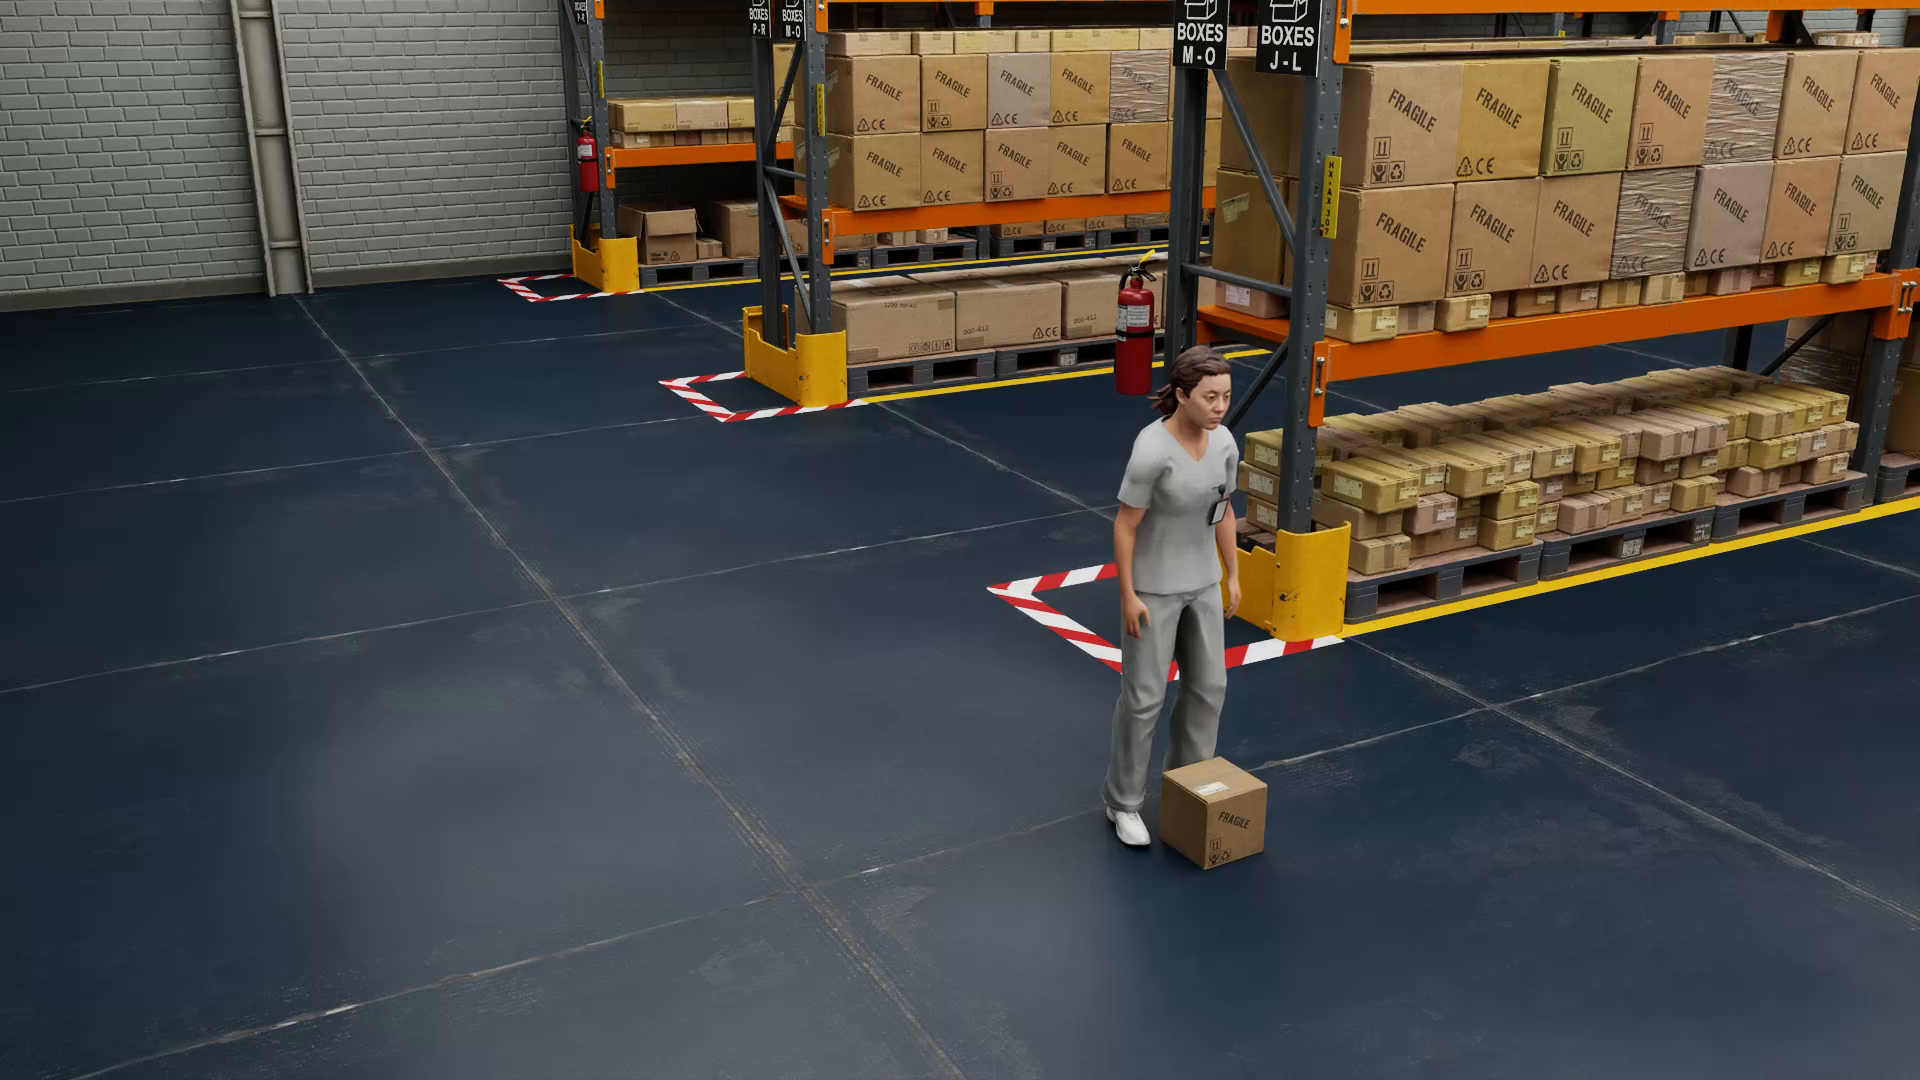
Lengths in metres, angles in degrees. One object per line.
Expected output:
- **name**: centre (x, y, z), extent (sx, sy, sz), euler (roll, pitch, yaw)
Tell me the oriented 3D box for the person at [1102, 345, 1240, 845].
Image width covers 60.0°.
- **person**: centre (0.728, 0.178, 5.529), extent (0.487, 1.673, 0.404), euler (-10, 21, -26)
